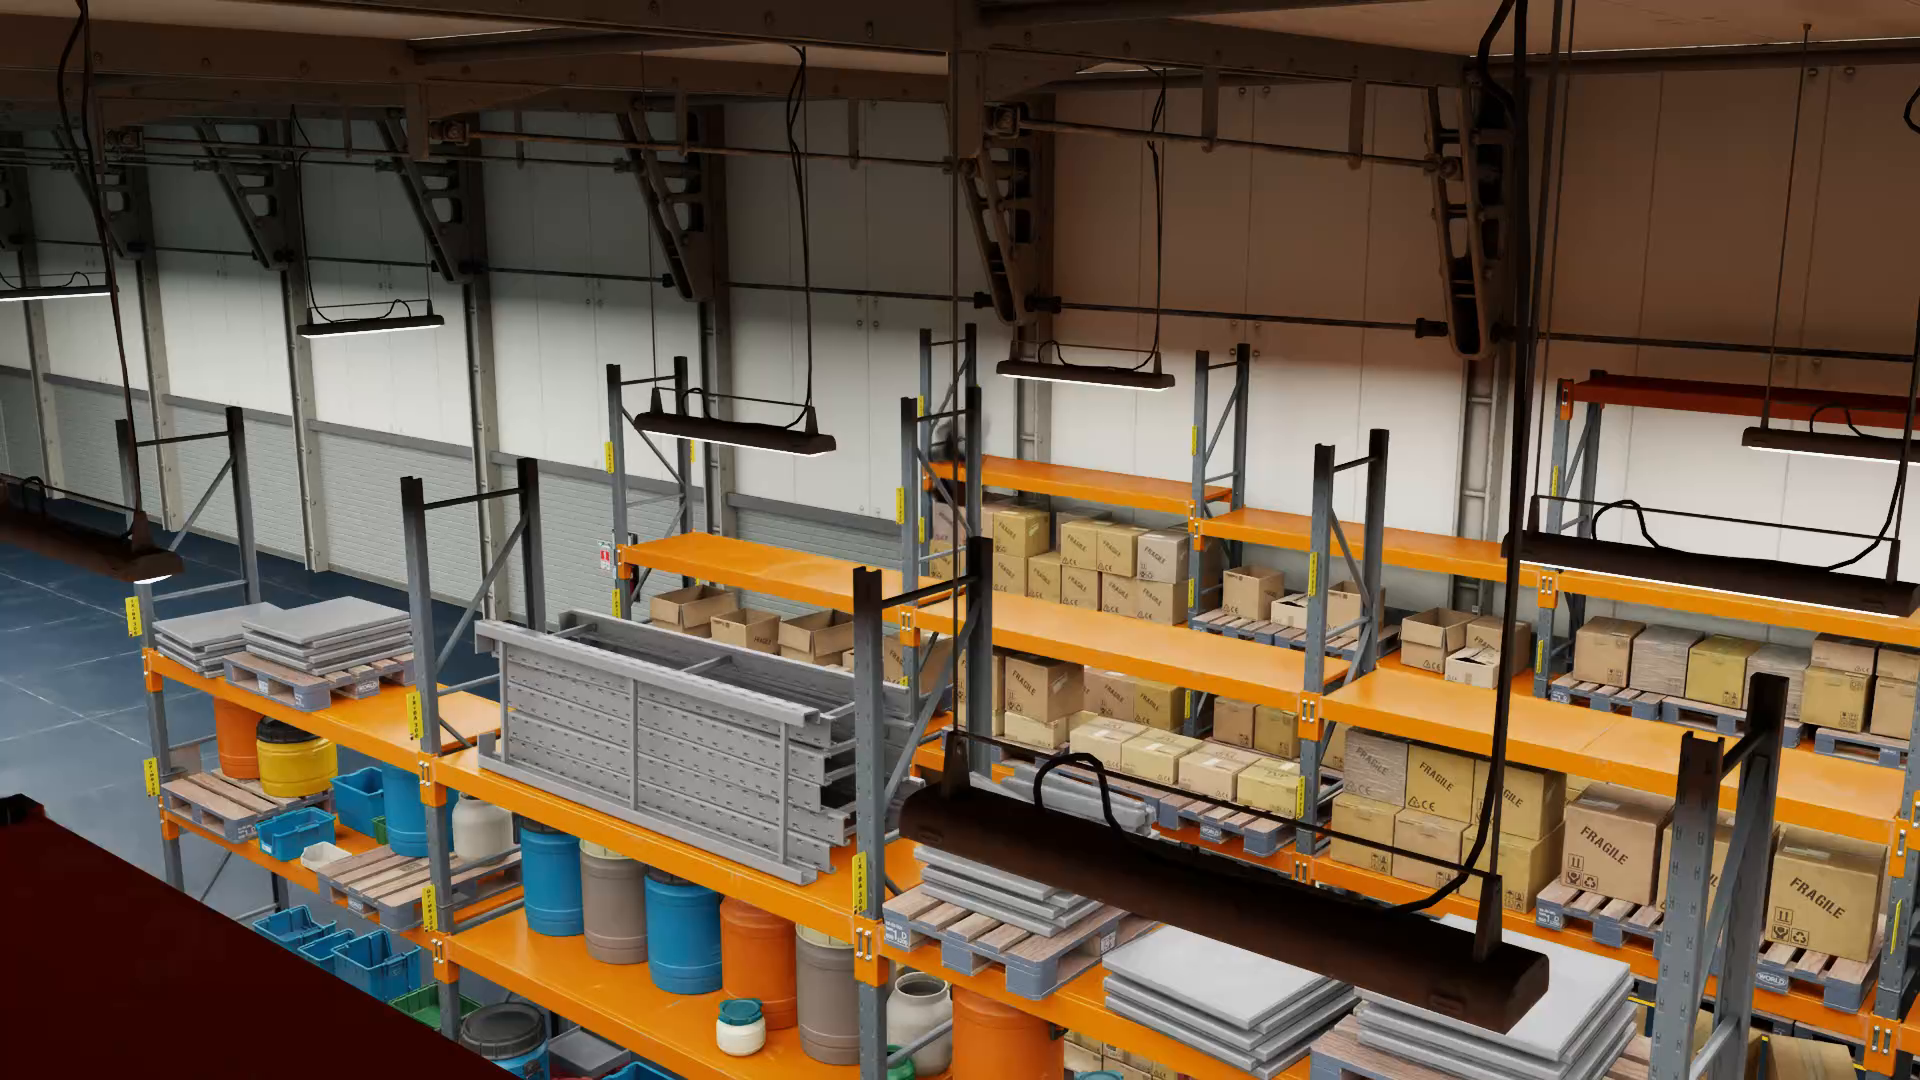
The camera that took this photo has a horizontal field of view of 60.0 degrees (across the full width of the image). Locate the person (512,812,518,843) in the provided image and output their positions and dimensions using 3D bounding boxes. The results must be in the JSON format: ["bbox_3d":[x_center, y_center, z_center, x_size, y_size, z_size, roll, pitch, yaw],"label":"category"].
[{"bbox_3d":[-5.008,3.003,19.174,0.865,1.680,0.653,-5,14,-21],"label":"person"}]

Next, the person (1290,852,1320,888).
[{"bbox_3d":[3.302,3.713,15.979,0.925,1.665,0.606,6,14,25],"label":"person"}]
